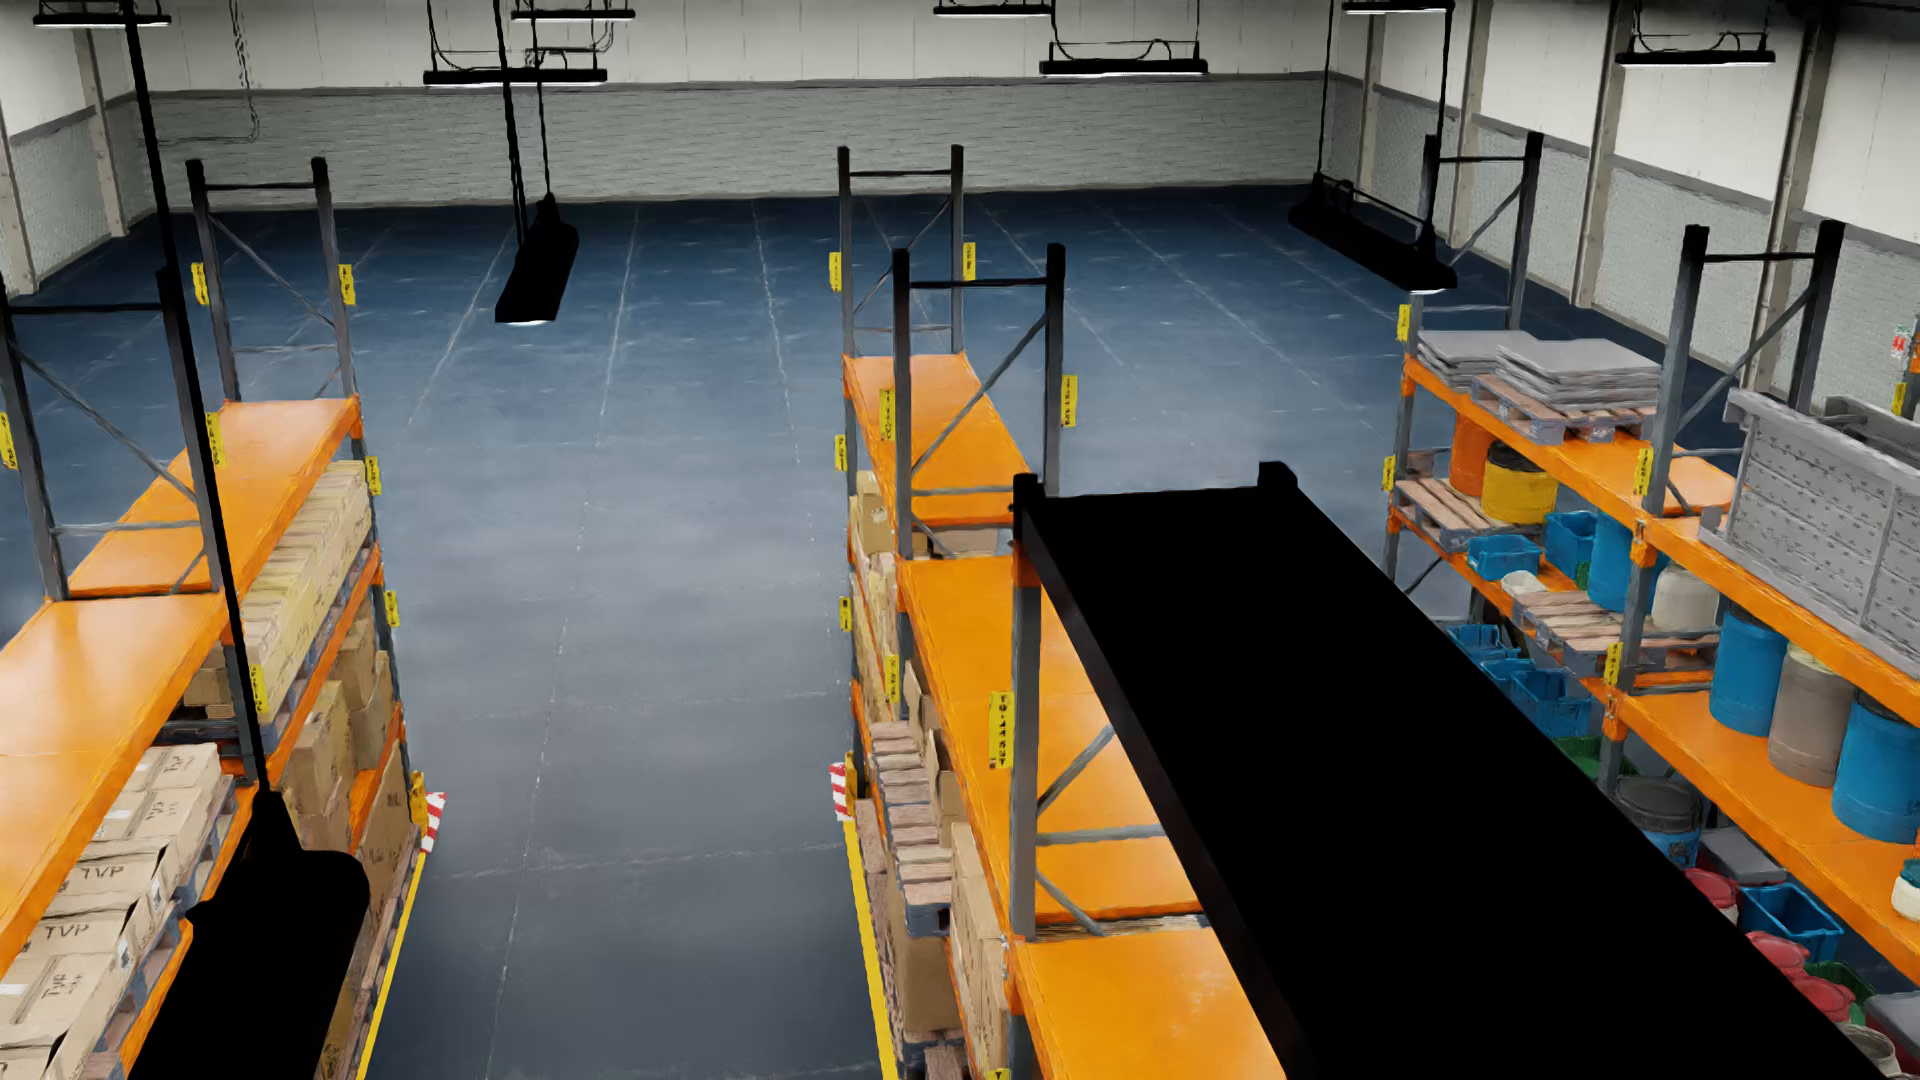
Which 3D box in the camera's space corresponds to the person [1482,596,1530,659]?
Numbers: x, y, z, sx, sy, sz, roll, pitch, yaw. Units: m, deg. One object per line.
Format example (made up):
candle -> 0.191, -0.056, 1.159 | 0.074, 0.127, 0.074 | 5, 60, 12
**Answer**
person -> 5.908, 0.576, 17.794 | 0.506, 1.775, 0.776 | 17, 27, 37
